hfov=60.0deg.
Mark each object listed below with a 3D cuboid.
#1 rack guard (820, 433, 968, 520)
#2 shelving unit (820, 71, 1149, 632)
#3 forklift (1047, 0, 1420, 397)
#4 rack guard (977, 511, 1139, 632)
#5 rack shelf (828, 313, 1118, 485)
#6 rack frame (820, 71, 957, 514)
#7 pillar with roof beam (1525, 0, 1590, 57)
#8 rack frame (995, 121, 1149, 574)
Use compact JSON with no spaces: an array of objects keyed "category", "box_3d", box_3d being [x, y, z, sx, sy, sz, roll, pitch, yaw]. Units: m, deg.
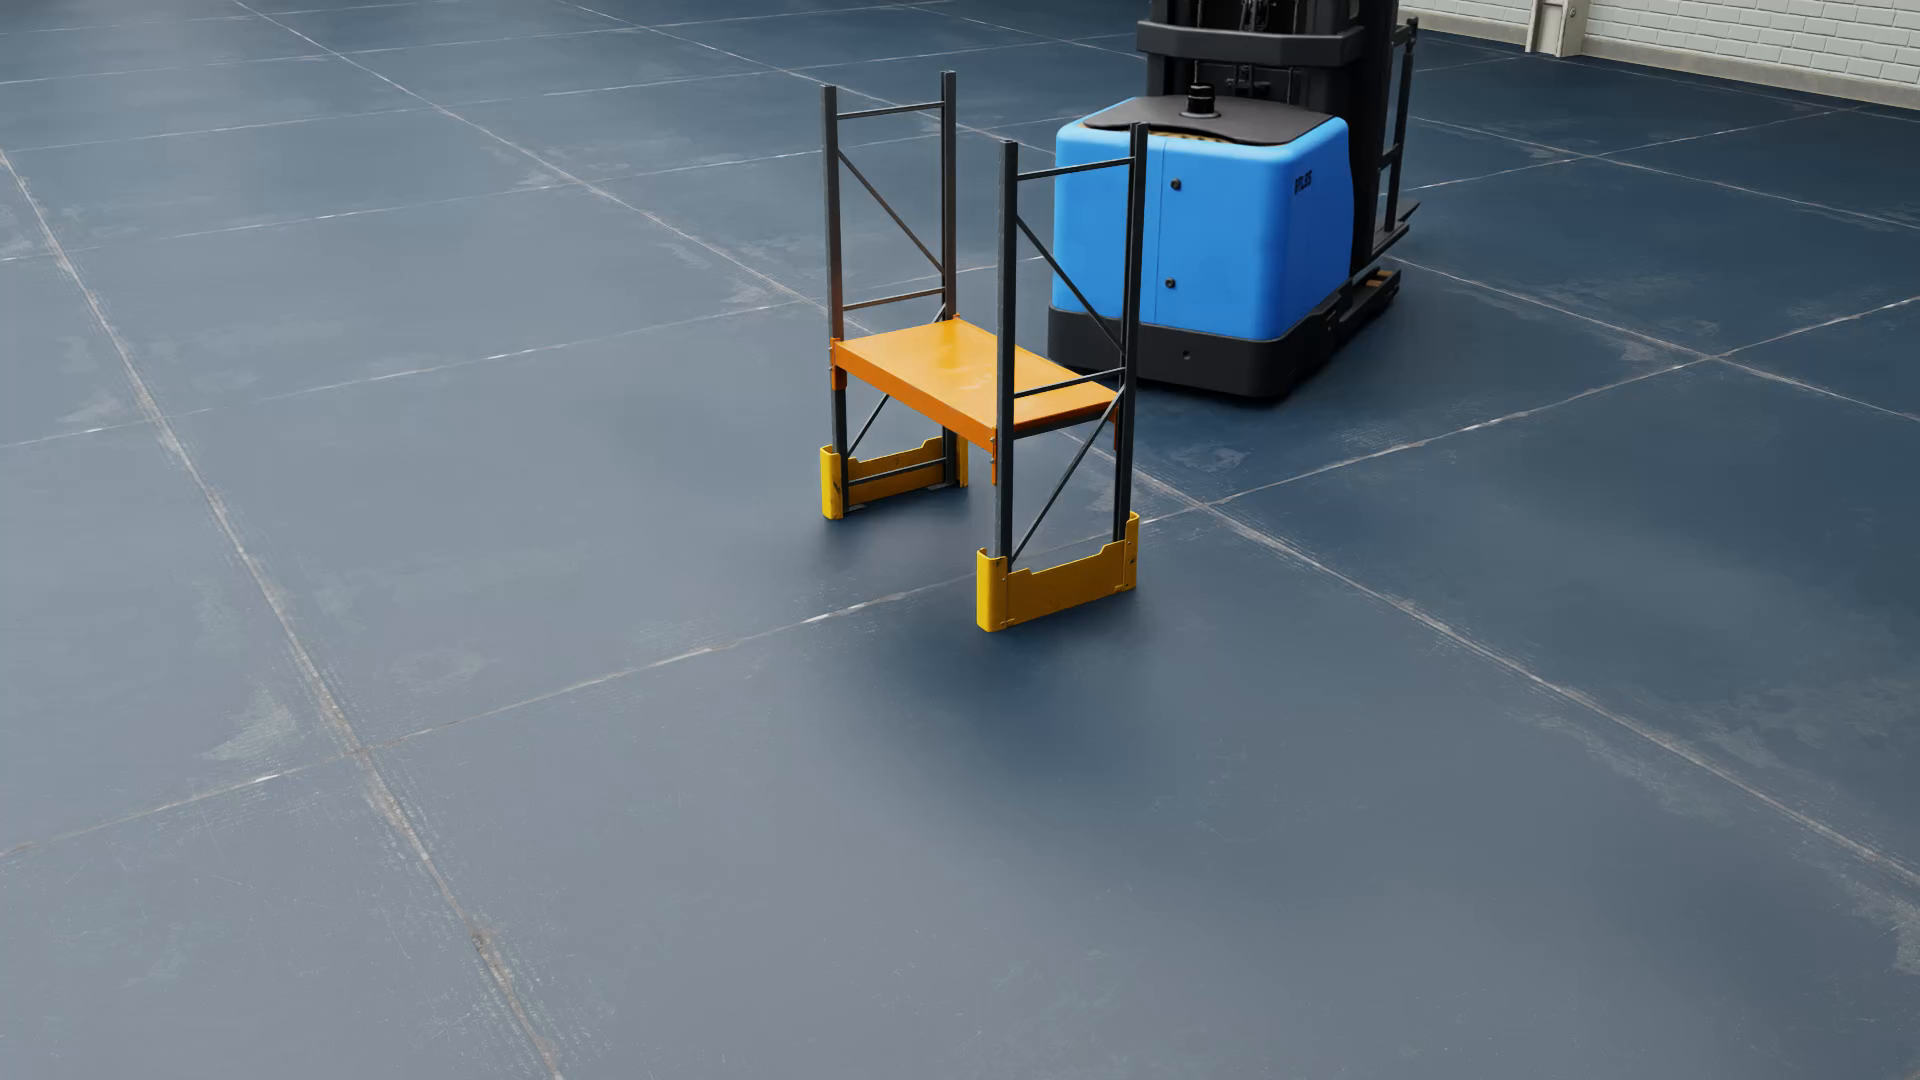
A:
[{"category":"rack guard","box_3d":[-0.230,-0.264,6.016,0.587,0.250,0.087,-16,29,-30]},{"category":"shelving unit","box_3d":[0.042,-0.651,5.372,0.587,1.500,1.083,-16,29,-30]},{"category":"forklift","box_3d":[1.527,-2.504,7.621,1.130,2.935,3.031,13,28,25]},{"category":"rack guard","box_3d":[0.313,0.092,5.262,0.587,0.250,0.087,-16,29,-30]},{"category":"rack shelf","box_3d":[0.047,-0.485,5.442,0.538,0.185,1.000,-16,29,-30]},{"category":"rack frame","box_3d":[-0.231,-0.830,5.750,0.500,1.500,0.032,-16,29,-30]},{"category":"pillar with roof beam","box_3d":[1.803,-7.509,11.114,9.100,9.000,0.400,-16,29,-30]},{"category":"rack frame","box_3d":[0.324,-0.466,4.980,0.500,1.500,0.032,-16,29,-30]}]
